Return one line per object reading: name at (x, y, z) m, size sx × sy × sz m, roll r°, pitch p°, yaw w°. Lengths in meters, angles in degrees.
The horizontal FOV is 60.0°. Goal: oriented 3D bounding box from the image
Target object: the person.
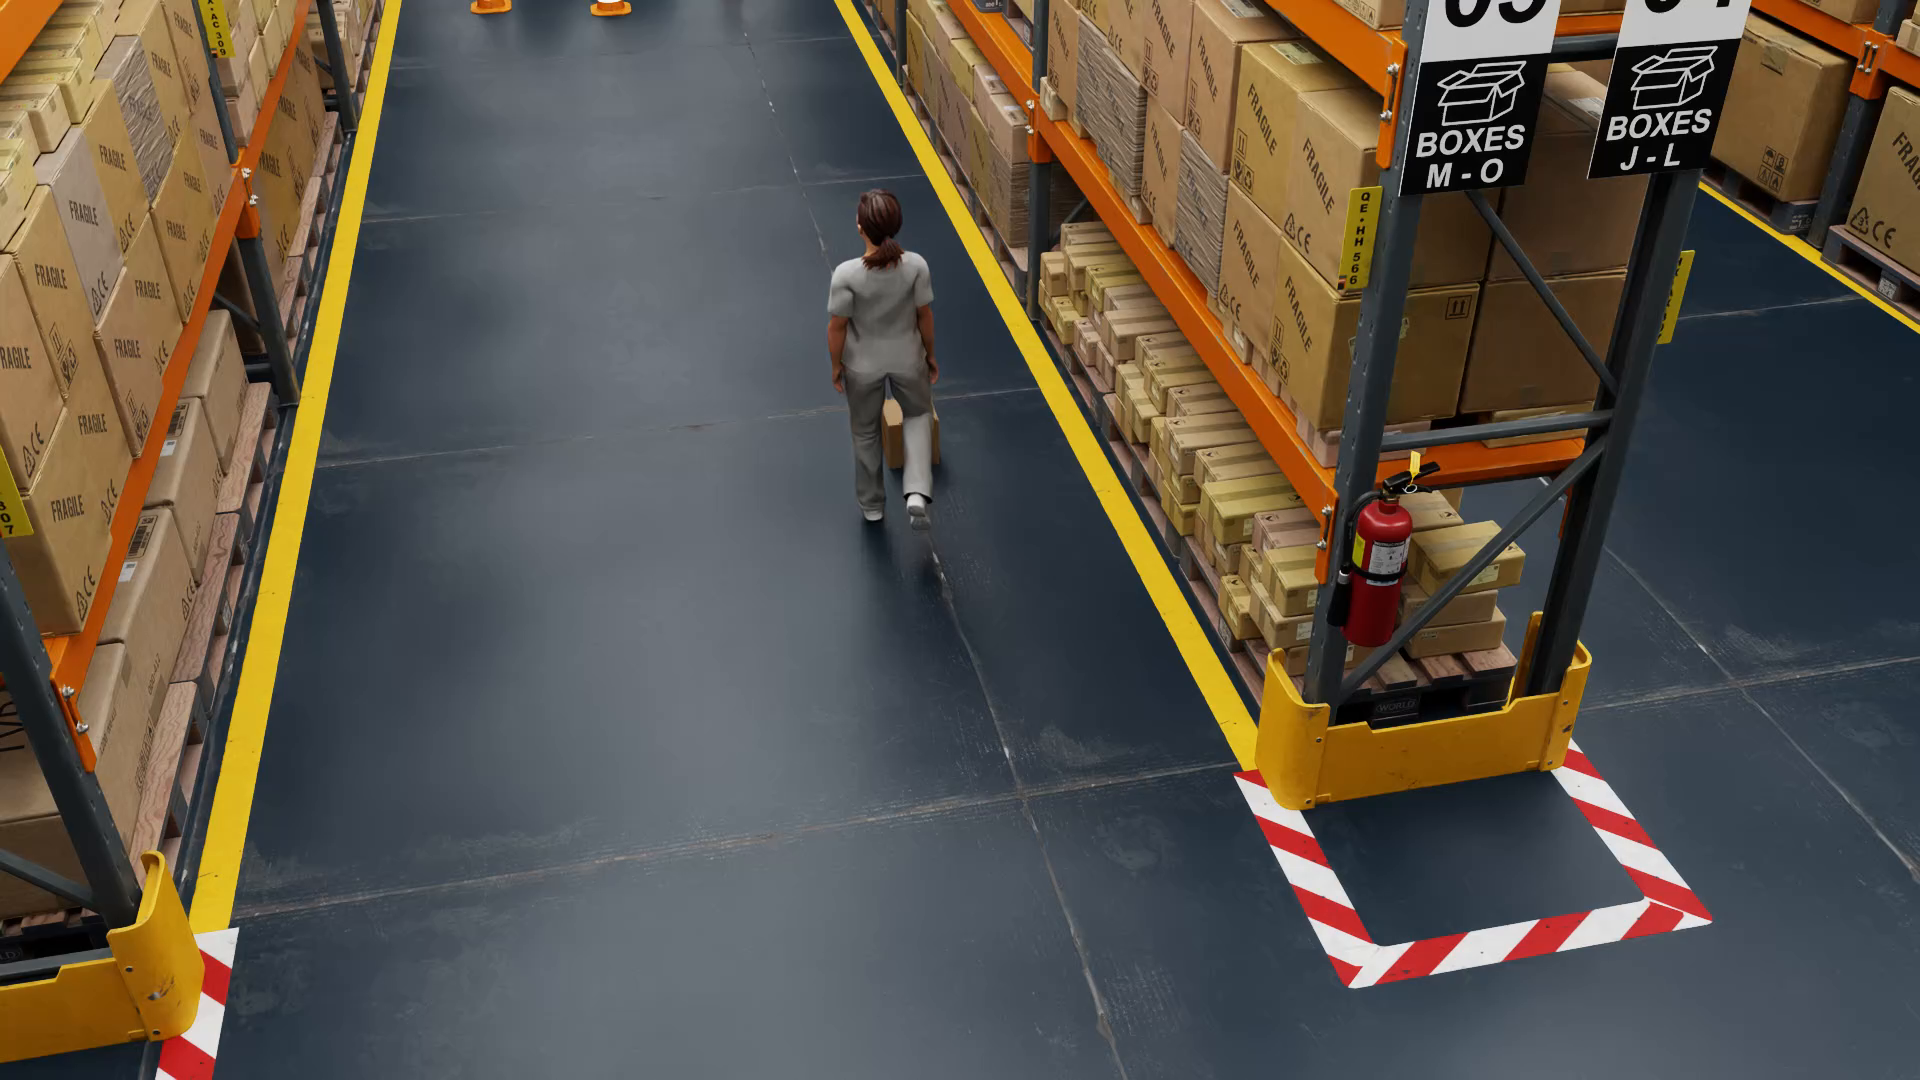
person at (-0.332, -0.766, 7.221) m, size 0.485 × 1.662 × 0.639 m, roll -6°, pitch 35°, yaw -8°
